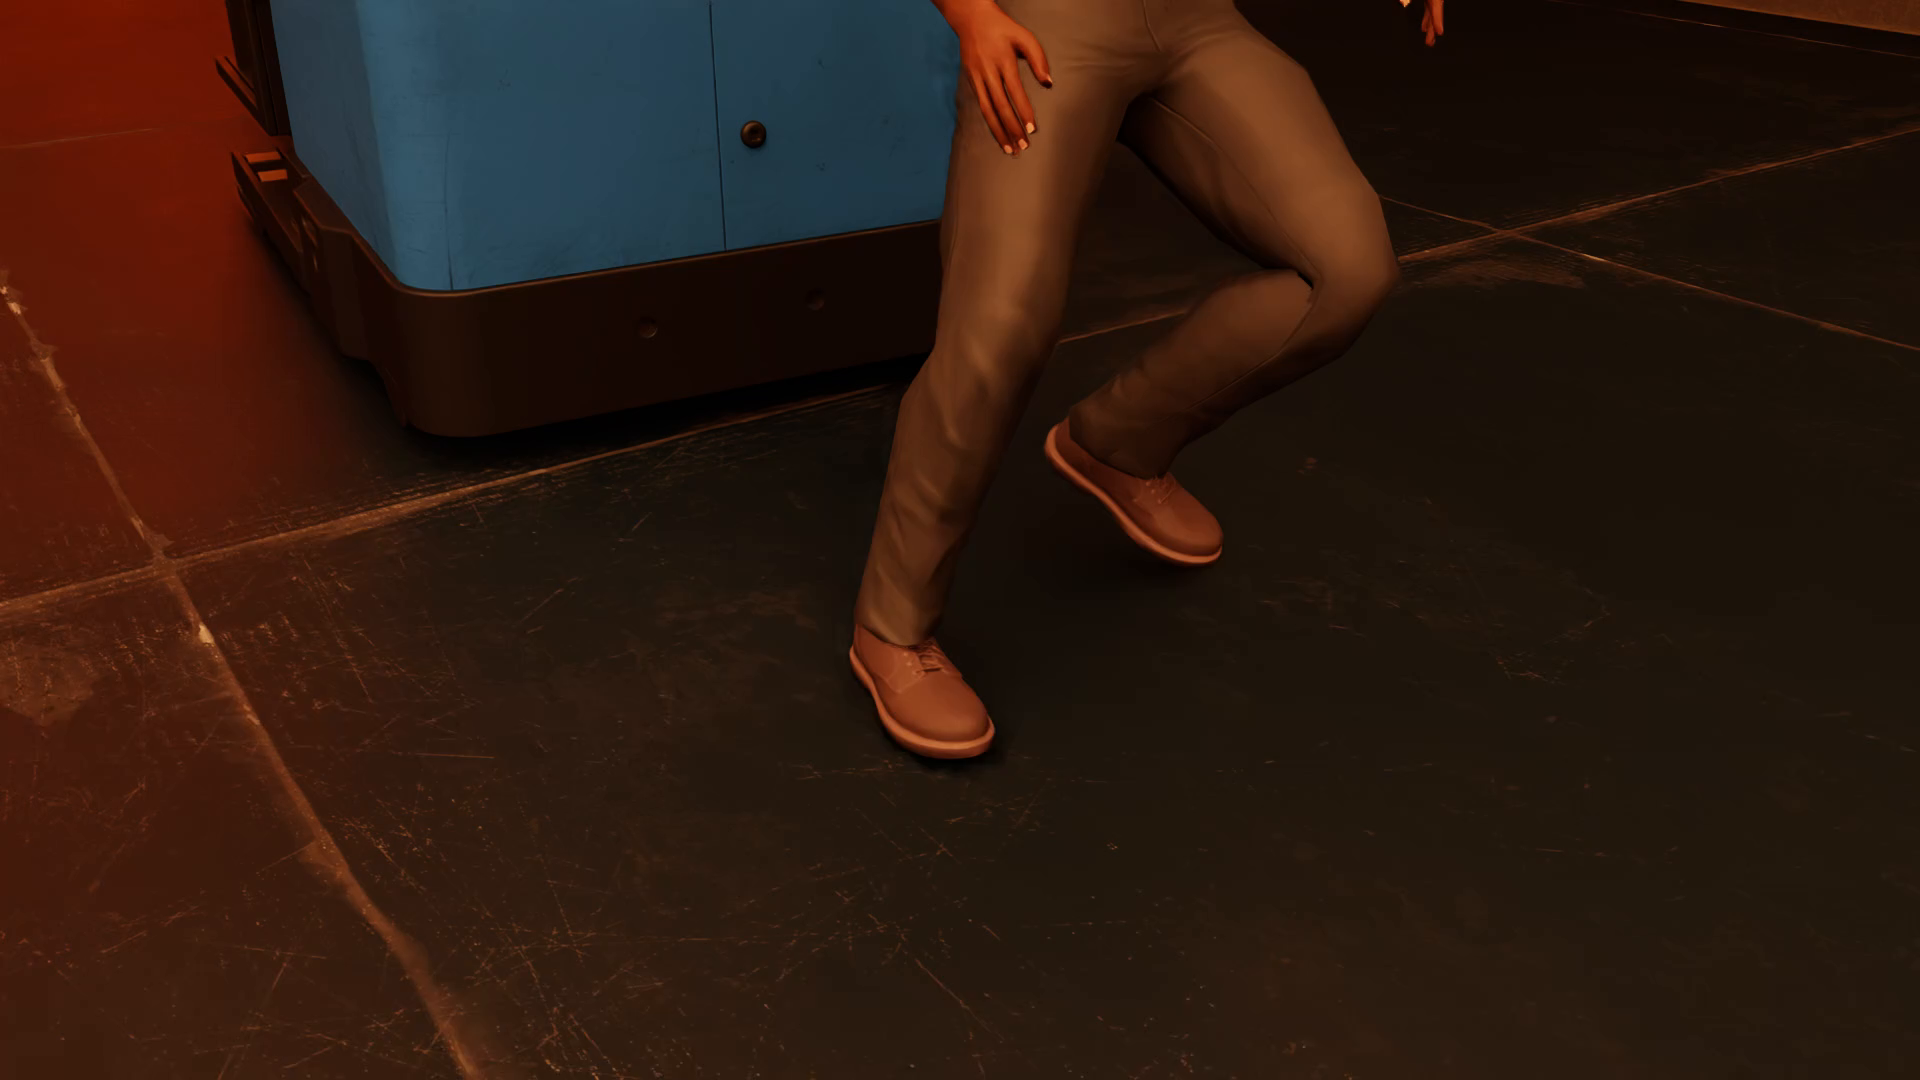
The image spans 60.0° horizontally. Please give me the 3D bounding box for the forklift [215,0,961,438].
[{"bbox_3d":[-1.113,-2.100,3.417,1.130,2.935,3.031,-14,30,-26],"label":"forklift"}]

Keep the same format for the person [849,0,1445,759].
[{"bbox_3d":[0.191,-0.573,1.950,0.768,1.510,0.627,-12,29,-23],"label":"person"}]
